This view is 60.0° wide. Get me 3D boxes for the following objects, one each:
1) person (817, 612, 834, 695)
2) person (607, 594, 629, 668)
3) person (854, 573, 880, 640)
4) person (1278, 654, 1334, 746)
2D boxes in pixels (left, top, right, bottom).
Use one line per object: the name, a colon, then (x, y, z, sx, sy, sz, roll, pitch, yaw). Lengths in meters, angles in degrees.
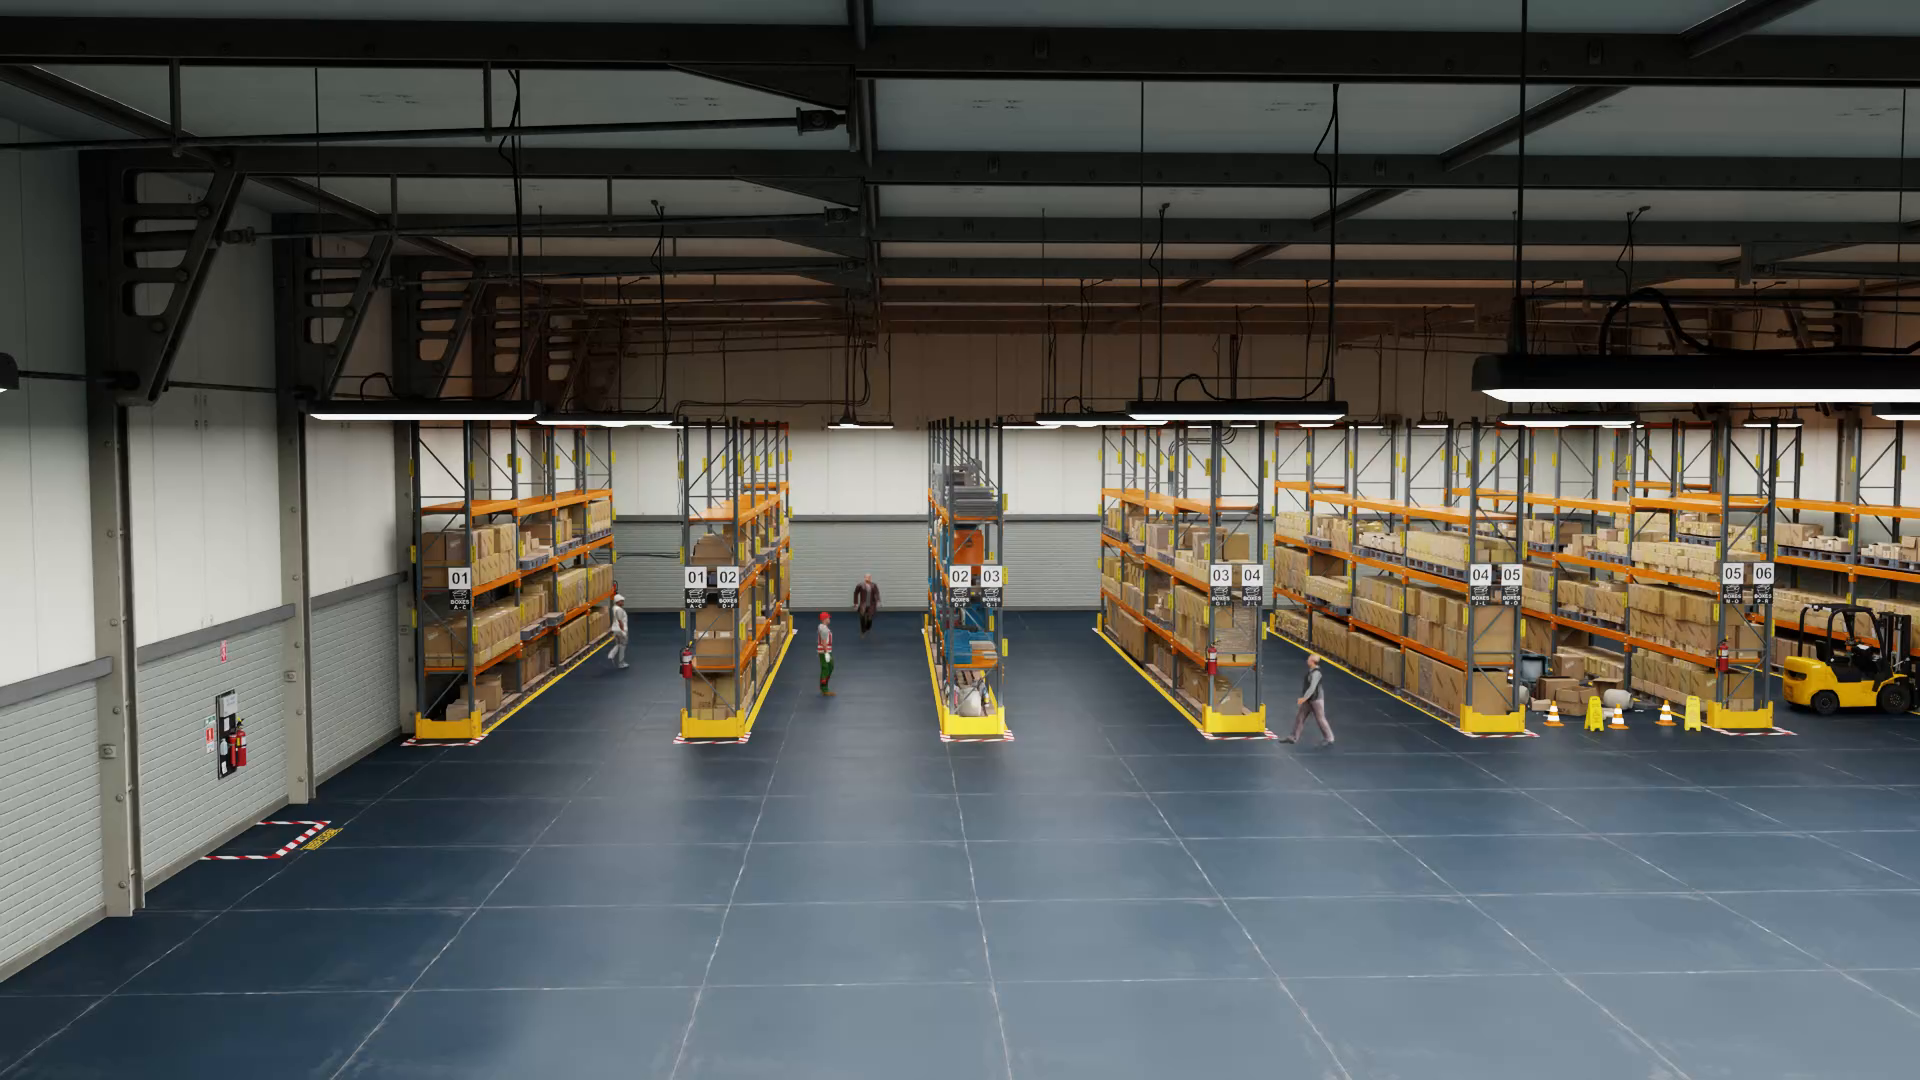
person: (-2.920, 2.496, 36.217, 0.389, 1.857, 0.619, 0, 4, -1)
person: (-8.247, 2.199, 40.141, 0.551, 1.779, 0.548, 3, 5, 40)
person: (-2.494, 1.754, 44.613, 0.730, 1.733, 0.936, 0, 4, -1)
person: (6.311, 2.898, 30.086, 0.979, 1.672, 0.519, -1, 4, -15)
